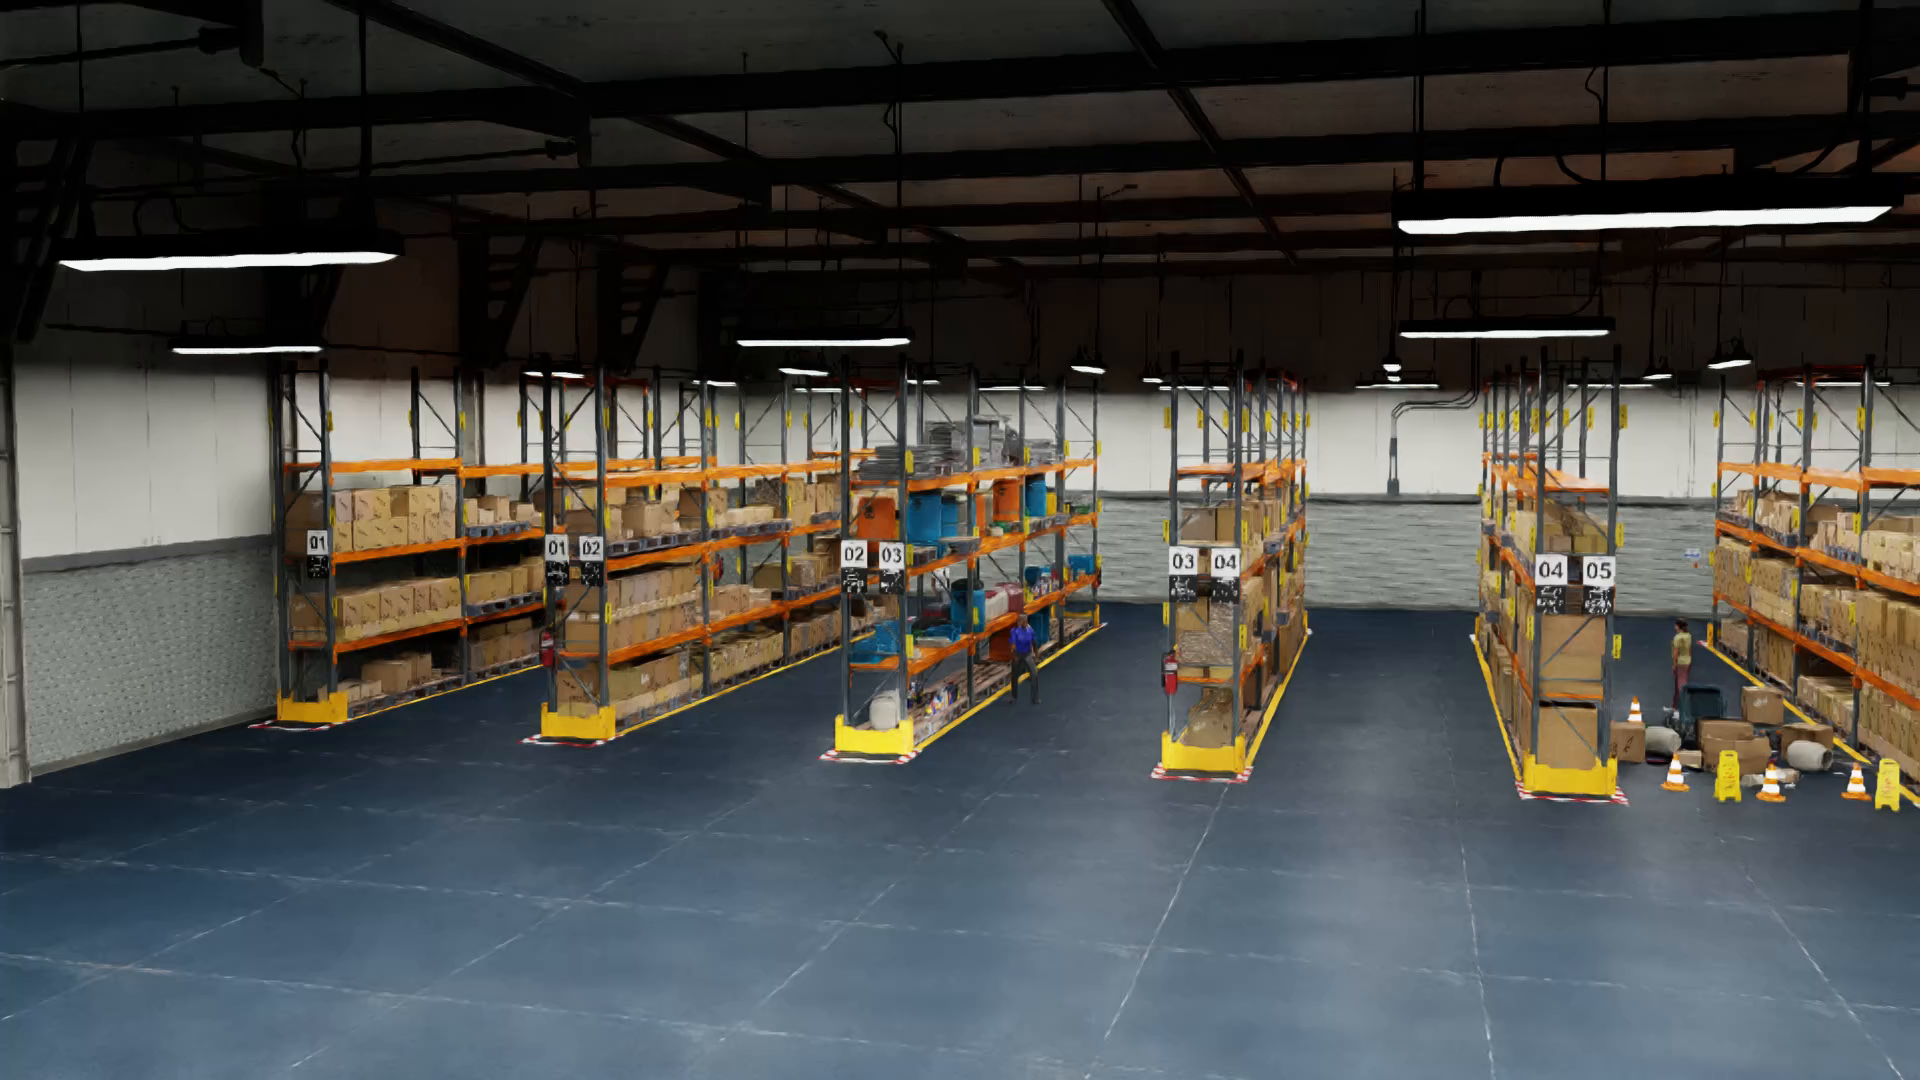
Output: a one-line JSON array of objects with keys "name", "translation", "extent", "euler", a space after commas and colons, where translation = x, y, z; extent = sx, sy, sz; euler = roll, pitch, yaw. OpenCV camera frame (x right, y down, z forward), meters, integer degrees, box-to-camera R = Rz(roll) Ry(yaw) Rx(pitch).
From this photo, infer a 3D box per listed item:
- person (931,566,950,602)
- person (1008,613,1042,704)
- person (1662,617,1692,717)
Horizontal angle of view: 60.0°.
[{"name": "person", "translation": [-0.486, 1.190, 41.523], "extent": [0.448, 1.624, 0.996], "euler": [0, 4, 6]}, {"name": "person", "translation": [1.113, 2.089, 29.387], "extent": [0.580, 1.598, 0.708], "euler": [-1, 4, -8]}, {"name": "person", "translation": [12.155, 2.129, 28.129], "extent": [0.569, 1.668, 0.559], "euler": [4, 6, 45]}]
